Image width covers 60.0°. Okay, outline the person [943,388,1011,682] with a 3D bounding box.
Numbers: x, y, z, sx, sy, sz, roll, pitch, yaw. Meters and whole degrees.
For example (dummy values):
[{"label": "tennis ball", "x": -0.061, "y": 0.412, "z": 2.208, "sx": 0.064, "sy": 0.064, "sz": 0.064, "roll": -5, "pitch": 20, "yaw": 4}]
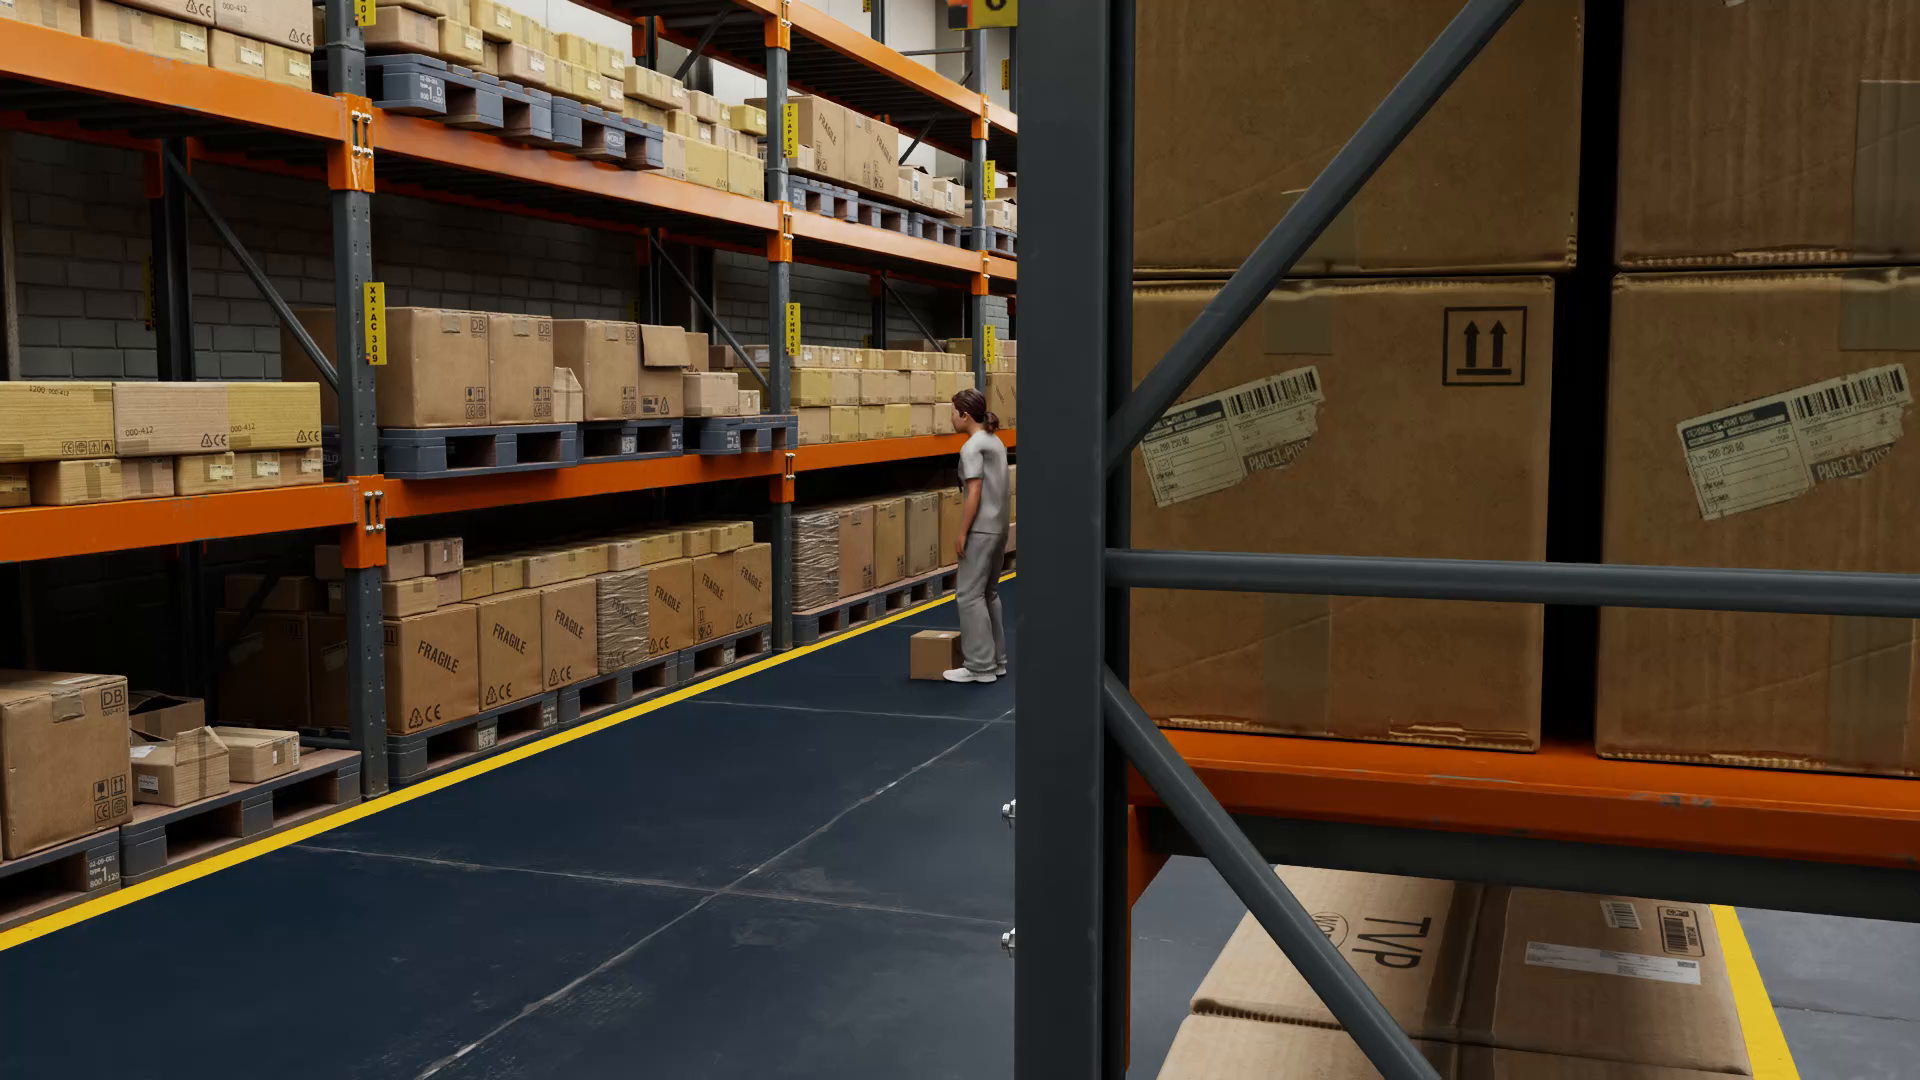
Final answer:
[{"label": "person", "x": 0.106, "y": -0.031, "z": 9.539, "sx": 0.355, "sy": 1.673, "sz": 0.489, "roll": 2, "pitch": 6, "yaw": 19}]
